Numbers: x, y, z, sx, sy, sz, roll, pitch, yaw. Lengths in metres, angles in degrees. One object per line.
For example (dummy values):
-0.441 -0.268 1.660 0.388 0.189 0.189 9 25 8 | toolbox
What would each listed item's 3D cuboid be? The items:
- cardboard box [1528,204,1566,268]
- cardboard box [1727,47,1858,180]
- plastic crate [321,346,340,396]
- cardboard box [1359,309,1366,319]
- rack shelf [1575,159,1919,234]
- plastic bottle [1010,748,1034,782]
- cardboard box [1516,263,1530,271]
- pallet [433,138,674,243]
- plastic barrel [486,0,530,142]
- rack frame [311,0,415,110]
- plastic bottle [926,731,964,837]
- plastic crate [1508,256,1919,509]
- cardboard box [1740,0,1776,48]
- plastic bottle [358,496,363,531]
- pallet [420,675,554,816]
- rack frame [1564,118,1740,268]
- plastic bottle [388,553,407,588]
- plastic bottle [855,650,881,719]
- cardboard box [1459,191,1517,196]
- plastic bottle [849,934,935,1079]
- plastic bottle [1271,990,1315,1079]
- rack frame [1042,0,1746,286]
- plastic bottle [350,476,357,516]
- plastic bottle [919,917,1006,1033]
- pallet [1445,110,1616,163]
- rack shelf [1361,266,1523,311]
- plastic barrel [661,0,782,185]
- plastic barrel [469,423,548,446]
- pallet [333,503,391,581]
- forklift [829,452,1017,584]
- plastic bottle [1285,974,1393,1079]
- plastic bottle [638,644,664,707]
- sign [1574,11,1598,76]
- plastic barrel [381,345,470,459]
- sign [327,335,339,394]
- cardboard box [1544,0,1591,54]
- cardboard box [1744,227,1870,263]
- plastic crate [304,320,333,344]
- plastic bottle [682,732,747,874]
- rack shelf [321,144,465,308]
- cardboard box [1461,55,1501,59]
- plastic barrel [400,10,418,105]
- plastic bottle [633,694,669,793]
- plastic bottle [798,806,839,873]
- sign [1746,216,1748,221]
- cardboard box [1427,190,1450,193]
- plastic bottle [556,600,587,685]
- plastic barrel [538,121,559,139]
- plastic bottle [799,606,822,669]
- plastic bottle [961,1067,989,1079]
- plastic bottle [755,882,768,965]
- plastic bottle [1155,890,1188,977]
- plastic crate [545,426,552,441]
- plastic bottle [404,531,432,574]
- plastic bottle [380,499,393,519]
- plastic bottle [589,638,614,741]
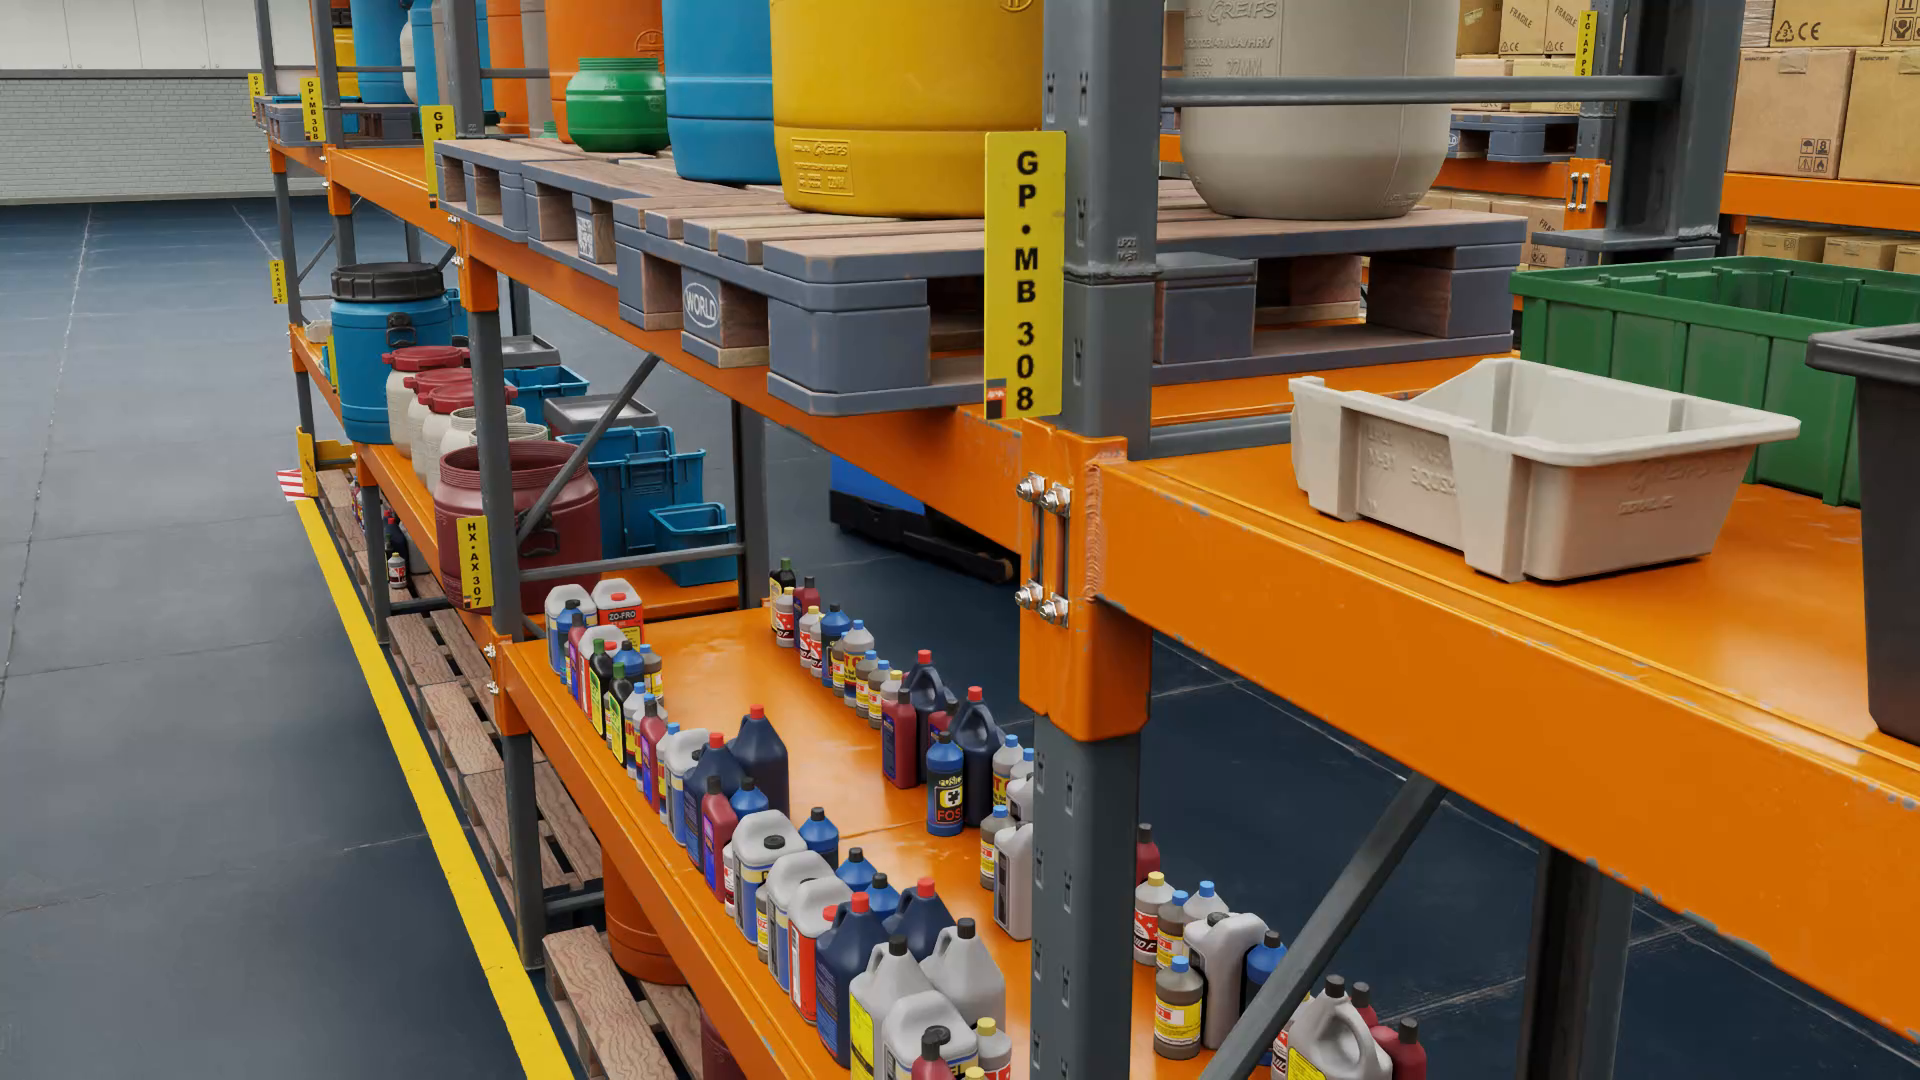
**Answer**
5.261 -2.602 14.254 0.500 0.500 0.500 -8 18 -25 | cardboard box
3.716 -1.769 6.856 0.910 0.500 0.500 -8 18 -25 | cardboard box
-3.664 -1.074 10.323 0.499 0.251 0.616 -8 18 -25 | plastic crate
2.291 -1.102 9.971 0.500 0.500 0.500 -8 18 -25 | cardboard box
4.147 -1.109 6.045 1.077 0.370 4.000 -8 18 -25 | rack shelf
0.175 0.662 4.239 0.097 0.271 0.097 0 16 0 | plastic bottle
5.045 -2.366 14.794 0.500 0.250 0.500 -8 18 -25 | cardboard box
-0.936 -1.061 4.915 1.003 0.211 1.213 -8 18 -25 | pallet
-1.634 -1.952 6.898 0.600 0.830 0.708 -8 18 -25 | plastic barrel
-2.936 -3.787 8.634 1.000 3.000 0.127 -8 18 -25 | rack frame
-0.039 0.631 4.346 0.097 0.271 0.097 0 16 0 | plastic bottle
1.027 -0.191 1.925 0.450 0.188 0.662 -8 18 -25 | plastic crate
3.457 -2.371 7.142 0.500 0.500 0.500 -8 18 -25 | cardboard box
-3.980 -0.198 11.153 0.097 0.271 0.097 0 16 0 | plastic bottle
-2.018 0.930 8.128 1.003 0.211 1.213 -8 18 -25 | pallet
3.271 -0.509 8.087 1.000 3.000 0.127 -8 18 -25 | rack frame
-3.375 0.178 9.969 0.097 0.201 0.097 0 16 0 | plastic bottle
-0.274 0.441 5.135 0.097 0.201 0.097 0 16 0 | plastic bottle
5.057 -3.046 15.802 0.500 0.500 0.500 -8 18 -26 | cardboard box
-0.128 0.915 3.212 0.144 0.351 0.185 -8 18 -25 | plastic bottle
0.667 0.974 3.280 0.097 0.201 0.097 0 16 0 | plastic bottle
0.569 -1.803 1.721 1.000 3.000 0.127 -8 18 -25 | rack frame
-4.174 -0.308 11.535 0.097 0.271 0.097 0 16 0 | plastic bottle
0.002 0.898 3.273 0.144 0.351 0.185 -8 18 -25 | plastic bottle
2.894 -2.018 8.248 1.213 0.211 1.003 -7 17 -22 | pallet
5.094 -2.251 15.460 1.077 0.370 4.000 -8 18 -25 | rack shelf
-0.316 -1.209 3.418 0.600 0.901 0.708 -8 18 -25 | plastic barrel
-1.826 -0.195 6.788 0.421 0.512 0.421 0 16 0 | plastic barrel
-3.731 -0.038 11.499 1.003 0.211 1.213 -8 18 -25 | pallet
0.435 -1.283 10.908 1.130 2.935 3.031 -15 22 -41 | forklift
0.689 0.967 3.031 0.144 0.351 0.185 -8 18 -25 | plastic bottle
-0.977 0.425 5.191 0.097 0.201 0.097 0 16 0 | plastic bottle
2.769 -2.173 7.365 0.100 0.325 0.005 -8 18 -25 | sign
-2.714 -0.705 8.523 0.433 0.535 0.433 0 16 0 | plastic barrel
-3.435 -0.973 9.201 0.100 0.325 0.005 -8 18 -25 | sign
5.256 -4.308 13.855 0.500 0.500 0.500 -7 17 -22 | cardboard box
6.401 -2.090 12.618 0.700 0.500 0.500 -6 17 -19 | cardboard box
-4.585 -1.508 12.045 0.298 0.136 0.250 -8 18 -25 | plastic crate
-0.610 0.642 4.164 0.144 0.351 0.185 -8 18 -25 | plastic bottle
-2.059 -1.504 7.418 1.077 0.370 4.000 -8 18 -25 | rack shelf
4.828 -4.083 14.885 0.500 0.500 0.500 -6 17 -21 | cardboard box
-2.948 -2.731 9.429 0.421 0.512 0.421 0 16 0 | plastic barrel
-0.853 0.558 4.602 0.097 0.271 0.097 0 16 0 | plastic bottle
-0.332 0.757 3.907 0.097 0.271 0.097 0 16 0 | plastic bottle
6.468 -2.725 13.710 0.100 0.325 0.005 -8 18 -25 | sign
4.364 -3.112 16.033 0.500 0.500 0.500 -8 18 -25 | cardboard box
-1.258 0.329 5.401 0.097 0.271 0.097 0 16 0 | plastic bottle
-1.337 -1.334 5.804 0.294 0.245 0.294 0 16 0 | plastic barrel
-0.487 0.321 5.556 0.097 0.201 0.097 0 16 0 | plastic bottle
0.027 1.051 3.010 0.097 0.201 0.097 0 16 0 | plastic bottle
-0.409 0.843 3.737 0.097 0.201 0.097 0 16 0 | plastic bottle
0.480 0.868 3.648 0.097 0.201 0.097 0 16 0 | plastic bottle
-1.919 -0.404 8.104 0.450 0.188 0.662 -8 18 -25 | plastic crate
-3.347 0.016 10.262 0.144 0.351 0.185 -8 18 -25 | plastic bottle
-3.702 -0.094 10.646 0.144 0.351 0.185 -8 18 -25 | plastic bottle
-1.064 0.444 4.976 0.061 0.283 0.133 -8 18 -25 | plastic bottle
